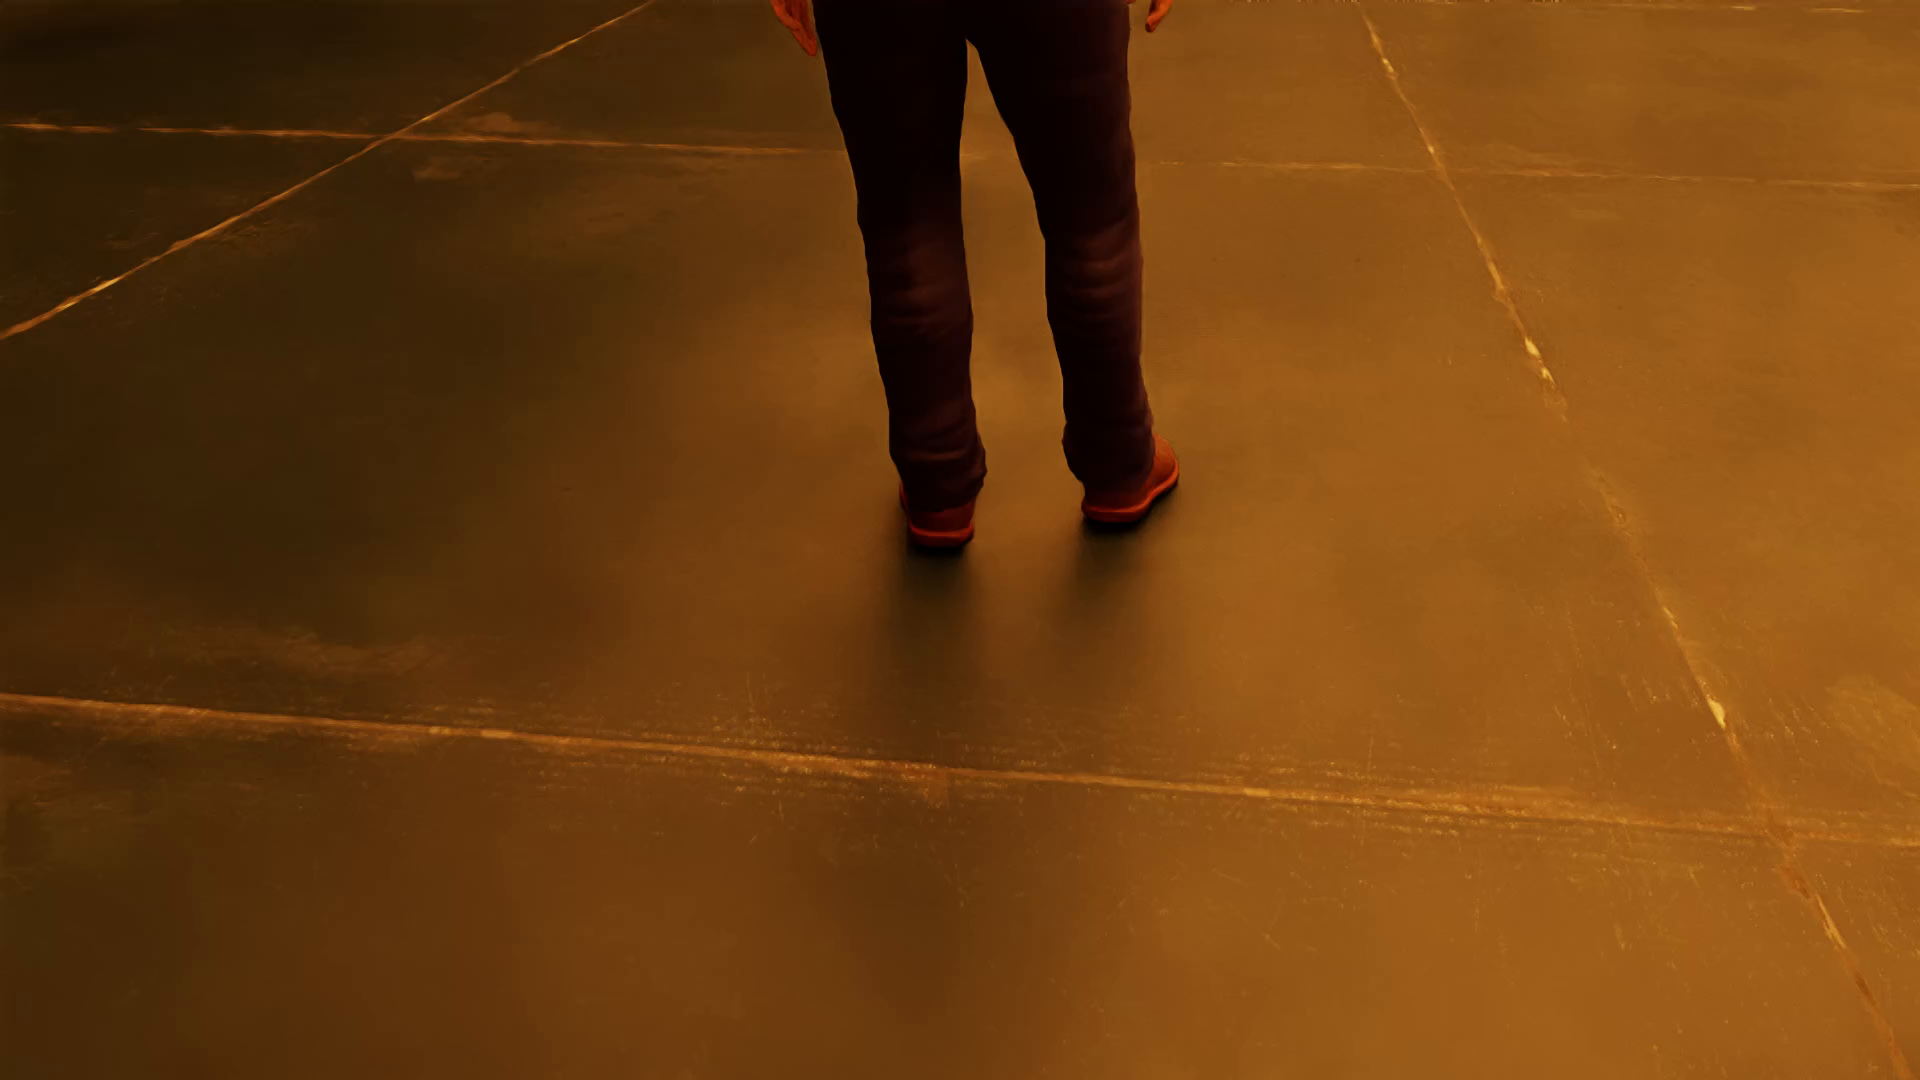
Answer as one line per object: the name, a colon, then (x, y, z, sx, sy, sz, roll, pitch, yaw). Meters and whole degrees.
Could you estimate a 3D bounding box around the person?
person: (0.035, -0.782, 2.206, 0.599, 1.650, 0.502, 3, 27, 7)
